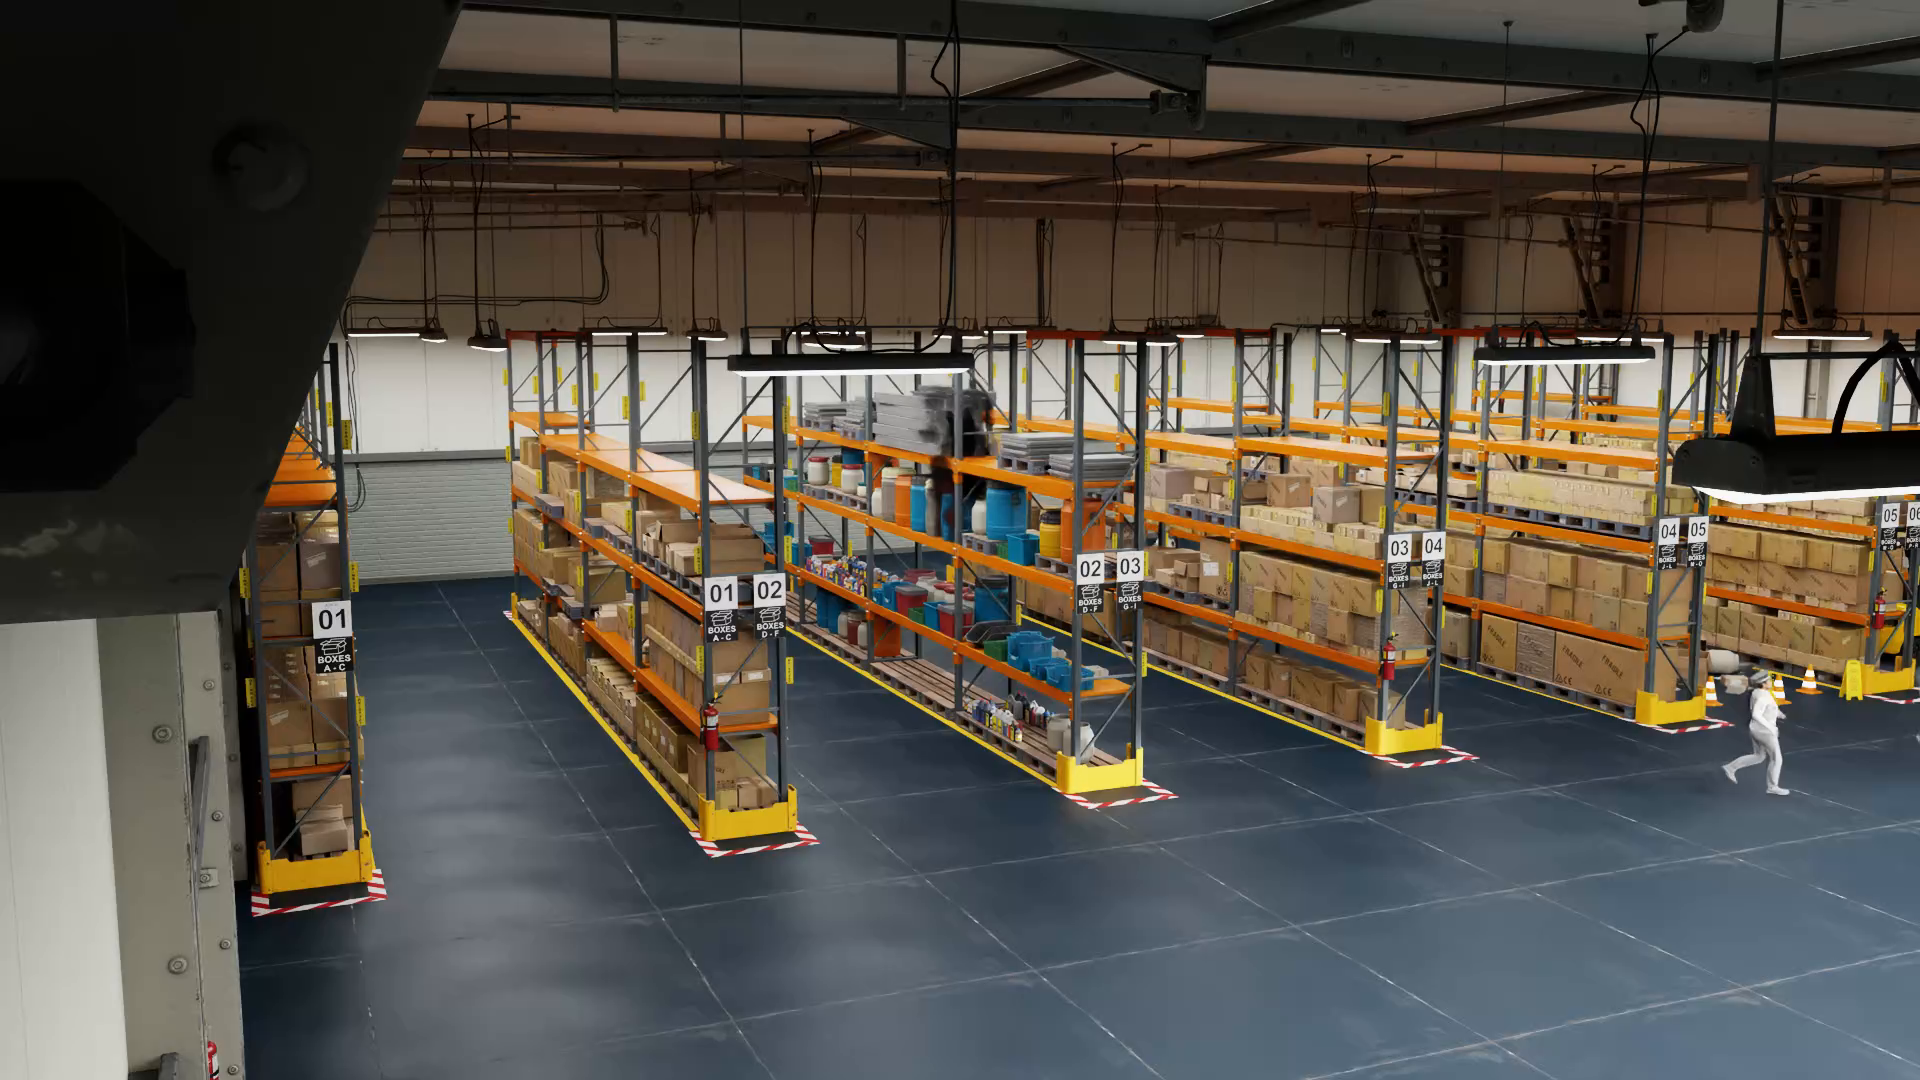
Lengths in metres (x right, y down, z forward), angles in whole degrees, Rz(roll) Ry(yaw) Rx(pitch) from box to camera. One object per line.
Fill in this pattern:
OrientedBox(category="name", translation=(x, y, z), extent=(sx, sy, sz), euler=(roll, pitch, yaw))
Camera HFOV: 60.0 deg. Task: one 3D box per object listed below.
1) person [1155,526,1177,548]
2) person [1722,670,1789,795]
OrientedBox(category="person", translation=(4.554, 0.511, 36.853), extent=(0.581, 1.686, 0.658), euler=(-3, 8, -18))
OrientedBox(category="person", translation=(10.562, 2.527, 21.945), extent=(0.809, 1.665, 0.626), euler=(1, 8, 10))
